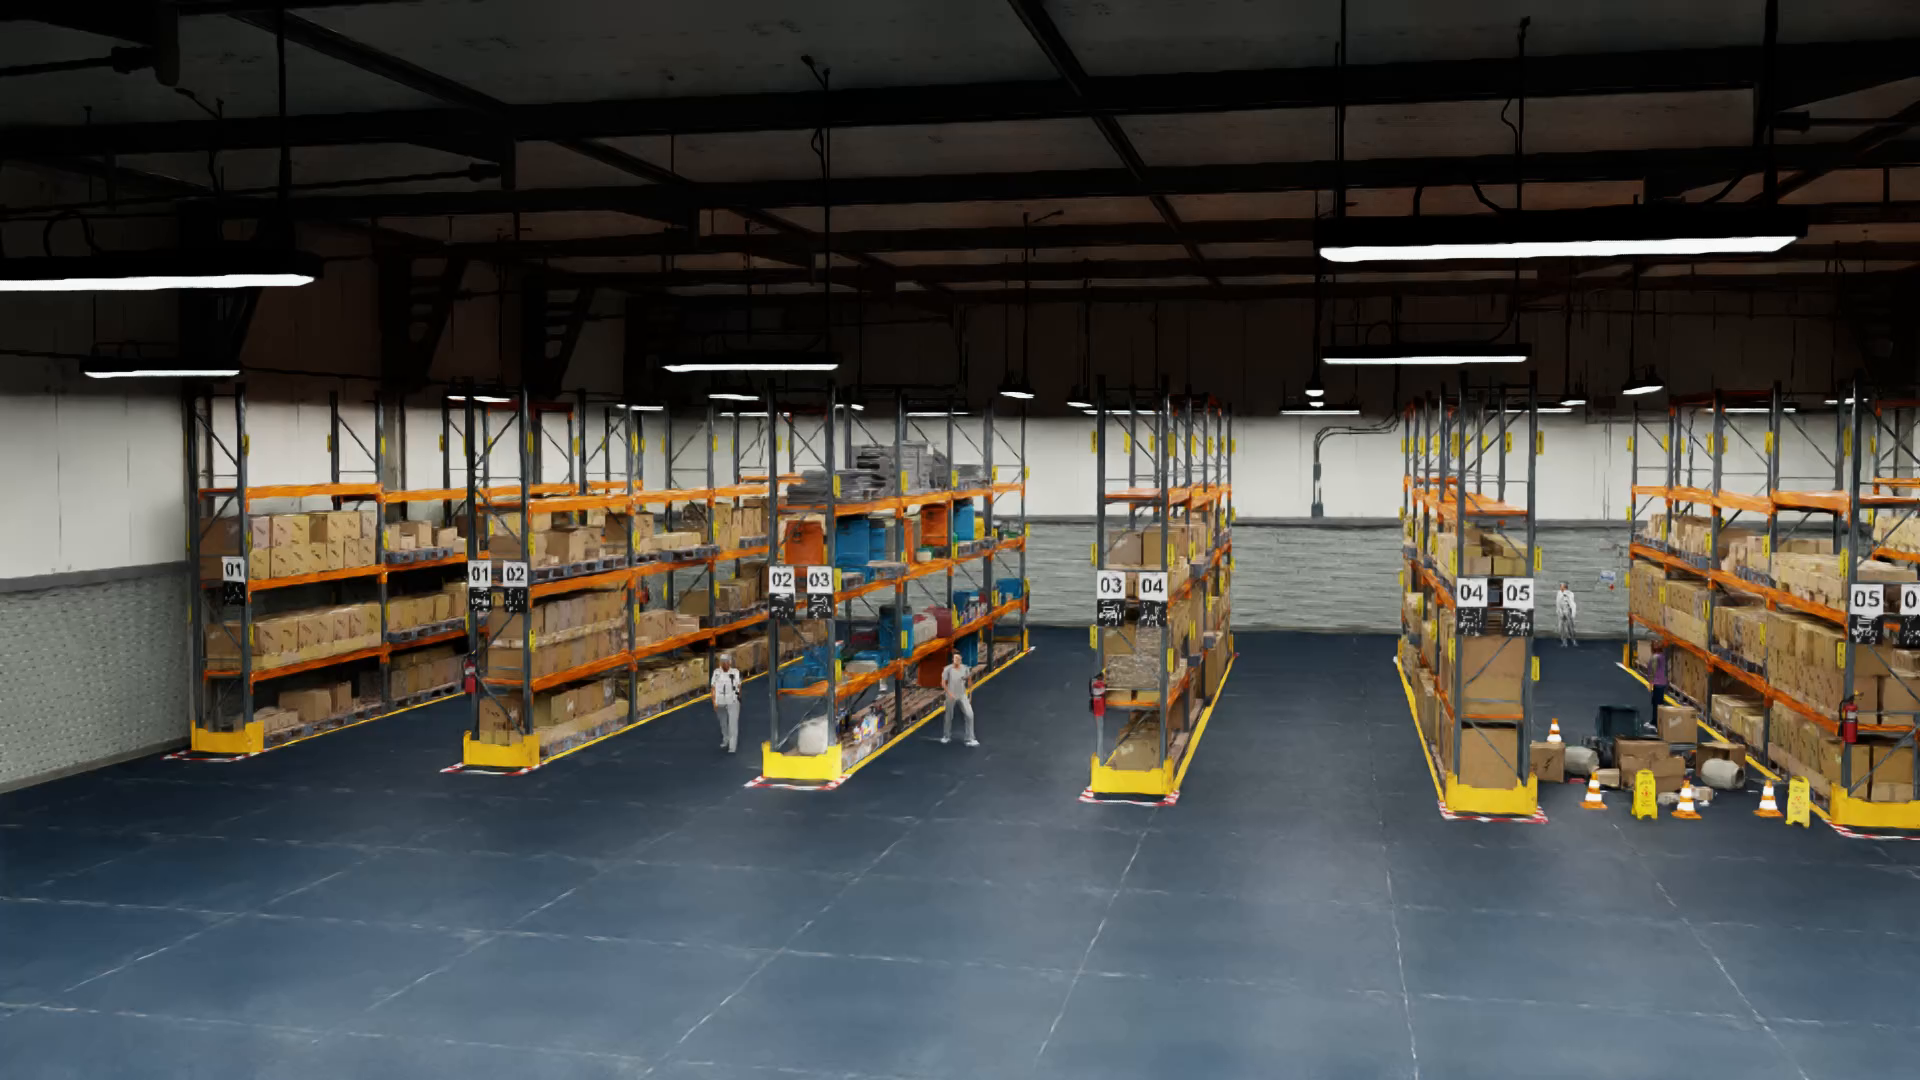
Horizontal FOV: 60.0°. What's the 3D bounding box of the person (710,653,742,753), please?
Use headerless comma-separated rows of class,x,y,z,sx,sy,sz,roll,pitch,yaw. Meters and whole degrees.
person,-3.810,2.639,27.115,0.490,1.597,0.999,0,3,5

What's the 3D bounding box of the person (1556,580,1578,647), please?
person,15.098,1.812,41.359,0.547,1.663,0.515,-3,4,-41

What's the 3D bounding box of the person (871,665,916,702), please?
person,-1.253,2.239,31.781,0.595,1.756,0.990,2,4,34

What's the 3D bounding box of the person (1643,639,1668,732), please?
person,12.166,2.529,29.070,0.536,1.590,0.534,2,4,37

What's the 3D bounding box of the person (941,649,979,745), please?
person,-0.032,2.606,27.705,0.613,1.605,0.802,0,3,-7
